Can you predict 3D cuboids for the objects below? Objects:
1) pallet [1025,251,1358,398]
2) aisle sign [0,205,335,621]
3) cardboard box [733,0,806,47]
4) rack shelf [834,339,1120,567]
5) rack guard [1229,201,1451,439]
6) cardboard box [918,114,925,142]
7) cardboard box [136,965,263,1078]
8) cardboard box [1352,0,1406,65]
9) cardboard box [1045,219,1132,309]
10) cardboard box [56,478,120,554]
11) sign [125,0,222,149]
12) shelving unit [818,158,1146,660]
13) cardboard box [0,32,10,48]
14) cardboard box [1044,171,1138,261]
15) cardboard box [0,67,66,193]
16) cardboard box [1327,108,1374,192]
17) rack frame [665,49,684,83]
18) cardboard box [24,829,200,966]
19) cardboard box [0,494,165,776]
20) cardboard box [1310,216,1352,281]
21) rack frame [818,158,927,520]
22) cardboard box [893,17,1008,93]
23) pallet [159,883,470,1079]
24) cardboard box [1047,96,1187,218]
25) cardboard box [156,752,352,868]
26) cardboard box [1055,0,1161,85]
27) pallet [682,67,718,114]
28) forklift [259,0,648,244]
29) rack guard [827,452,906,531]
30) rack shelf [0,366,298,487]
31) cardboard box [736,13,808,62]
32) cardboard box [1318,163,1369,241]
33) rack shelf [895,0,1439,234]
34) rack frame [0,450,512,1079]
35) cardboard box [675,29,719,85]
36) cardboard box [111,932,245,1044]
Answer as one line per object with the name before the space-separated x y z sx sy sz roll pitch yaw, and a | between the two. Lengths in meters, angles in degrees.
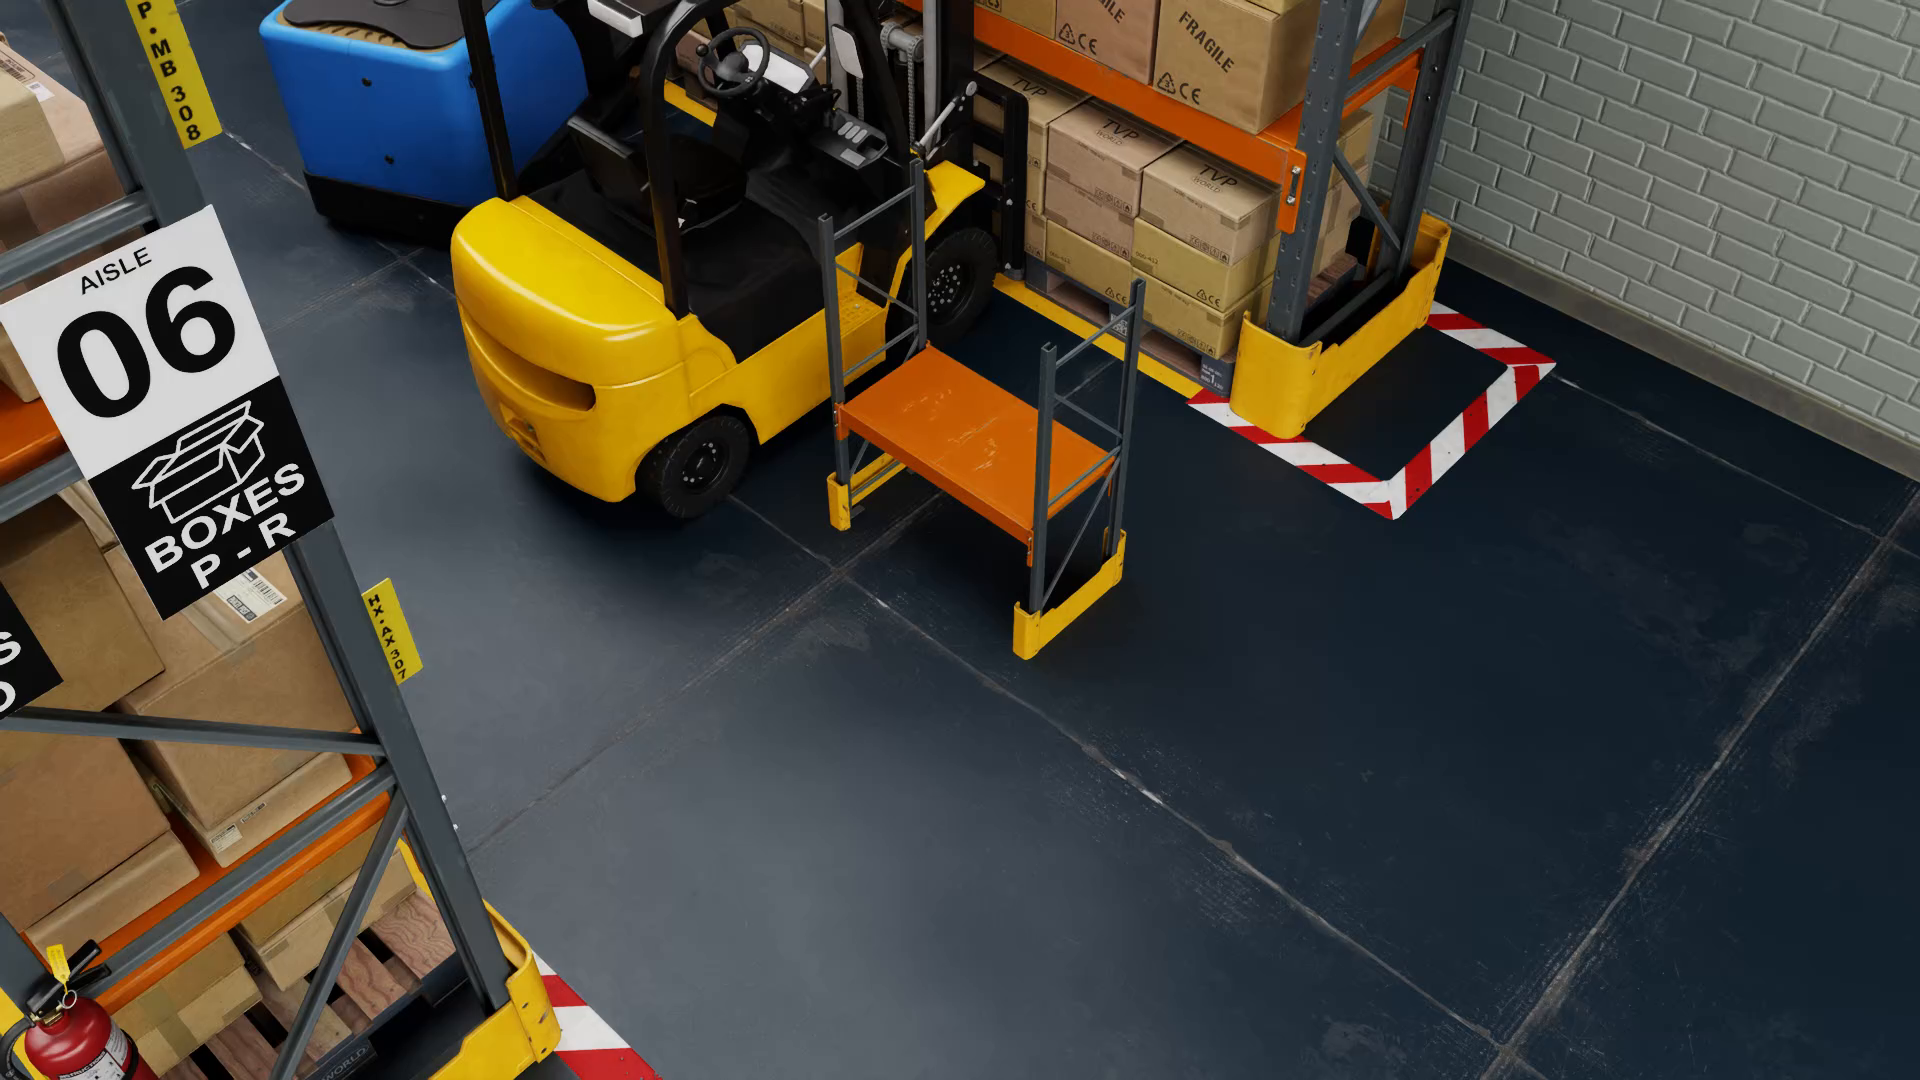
pallet | 1.069 -1.251 7.780 1.213 0.211 1.003 34 55 28
aisle sign | -1.449 -0.214 3.110 0.004 0.787 0.394 34 55 28
cardboard box | -0.768 -2.707 8.146 0.500 0.250 0.500 34 55 28
rack shelf | 0.063 -0.348 6.295 1.000 0.185 0.538 34 55 28
rack guard | 1.677 -0.983 7.330 0.348 0.500 1.175 34 55 28
cardboard box | -0.030 -2.044 7.867 0.500 0.250 0.500 34 55 28
cardboard box | -2.499 1.341 5.031 0.500 0.250 0.500 34 55 28
cardboard box | 1.484 -2.278 6.763 0.500 0.500 0.500 36 56 29
cardboard box | 0.741 -1.367 7.574 0.500 0.250 0.500 34 55 28
cardboard box | -2.247 0.038 4.384 0.500 0.500 0.500 36 56 29
sign | -1.337 -0.806 2.792 0.005 0.325 0.100 34 55 28
shelving unit | 0.056 -0.476 6.168 1.083 1.500 0.587 34 55 28
cardboard box | -2.257 -0.912 3.390 0.500 0.250 0.500 33 55 27
cardboard box | 0.728 -1.551 7.404 0.500 0.250 0.500 33 55 27
cardboard box | -1.827 -0.688 2.906 0.250 0.149 0.380 34 55 27
cardboard box | 1.435 -1.734 7.233 0.500 0.250 0.500 33 55 27
rack frame | -1.280 -3.828 8.286 0.127 3.000 1.000 34 55 28
cardboard box | -2.124 0.827 4.089 0.250 0.149 0.380 36 56 29
cardboard box | -2.228 0.197 3.549 0.500 0.500 0.700 33 55 27
cardboard box | 1.431 -1.400 7.605 0.500 0.250 0.500 34 56 28
rack frame | -0.311 -0.723 6.400 0.032 1.500 0.500 34 55 28
cardboard box | -0.015 -2.204 7.674 0.500 0.250 0.500 33 55 27
pallet | -2.333 1.307 5.378 1.213 0.211 1.003 34 55 28
cardboard box | 0.730 -1.705 7.205 0.500 0.250 0.500 35 56 28
cardboard box | -1.814 0.618 4.284 0.250 0.149 0.380 34 55 28
cardboard box | 0.745 -2.248 6.735 0.500 0.500 0.500 36 56 29
pallet | -0.724 -2.458 8.913 1.213 0.211 1.003 34 55 28
forklift | -2.223 -3.485 8.012 1.130 2.935 3.031 14 48 13
rack guard | -0.310 -0.294 6.855 0.087 0.250 0.587 34 55 28
rack shelf | -3.174 -0.958 4.028 4.000 0.370 1.077 34 55 28
cardboard box | -0.762 -2.549 8.341 0.500 0.250 0.500 34 55 27
cardboard box | 1.455 -1.567 7.419 0.500 0.250 0.500 35 56 28
rack shelf | 0.190 -2.593 7.620 4.000 0.370 1.077 34 55 28
rack frame | -1.704 0.811 3.931 0.127 3.000 1.000 34 55 28
cardboard box | -1.149 -2.614 8.745 0.500 0.250 0.500 34 56 28
cardboard box | -2.470 1.095 4.748 0.500 0.500 0.500 34 56 28
